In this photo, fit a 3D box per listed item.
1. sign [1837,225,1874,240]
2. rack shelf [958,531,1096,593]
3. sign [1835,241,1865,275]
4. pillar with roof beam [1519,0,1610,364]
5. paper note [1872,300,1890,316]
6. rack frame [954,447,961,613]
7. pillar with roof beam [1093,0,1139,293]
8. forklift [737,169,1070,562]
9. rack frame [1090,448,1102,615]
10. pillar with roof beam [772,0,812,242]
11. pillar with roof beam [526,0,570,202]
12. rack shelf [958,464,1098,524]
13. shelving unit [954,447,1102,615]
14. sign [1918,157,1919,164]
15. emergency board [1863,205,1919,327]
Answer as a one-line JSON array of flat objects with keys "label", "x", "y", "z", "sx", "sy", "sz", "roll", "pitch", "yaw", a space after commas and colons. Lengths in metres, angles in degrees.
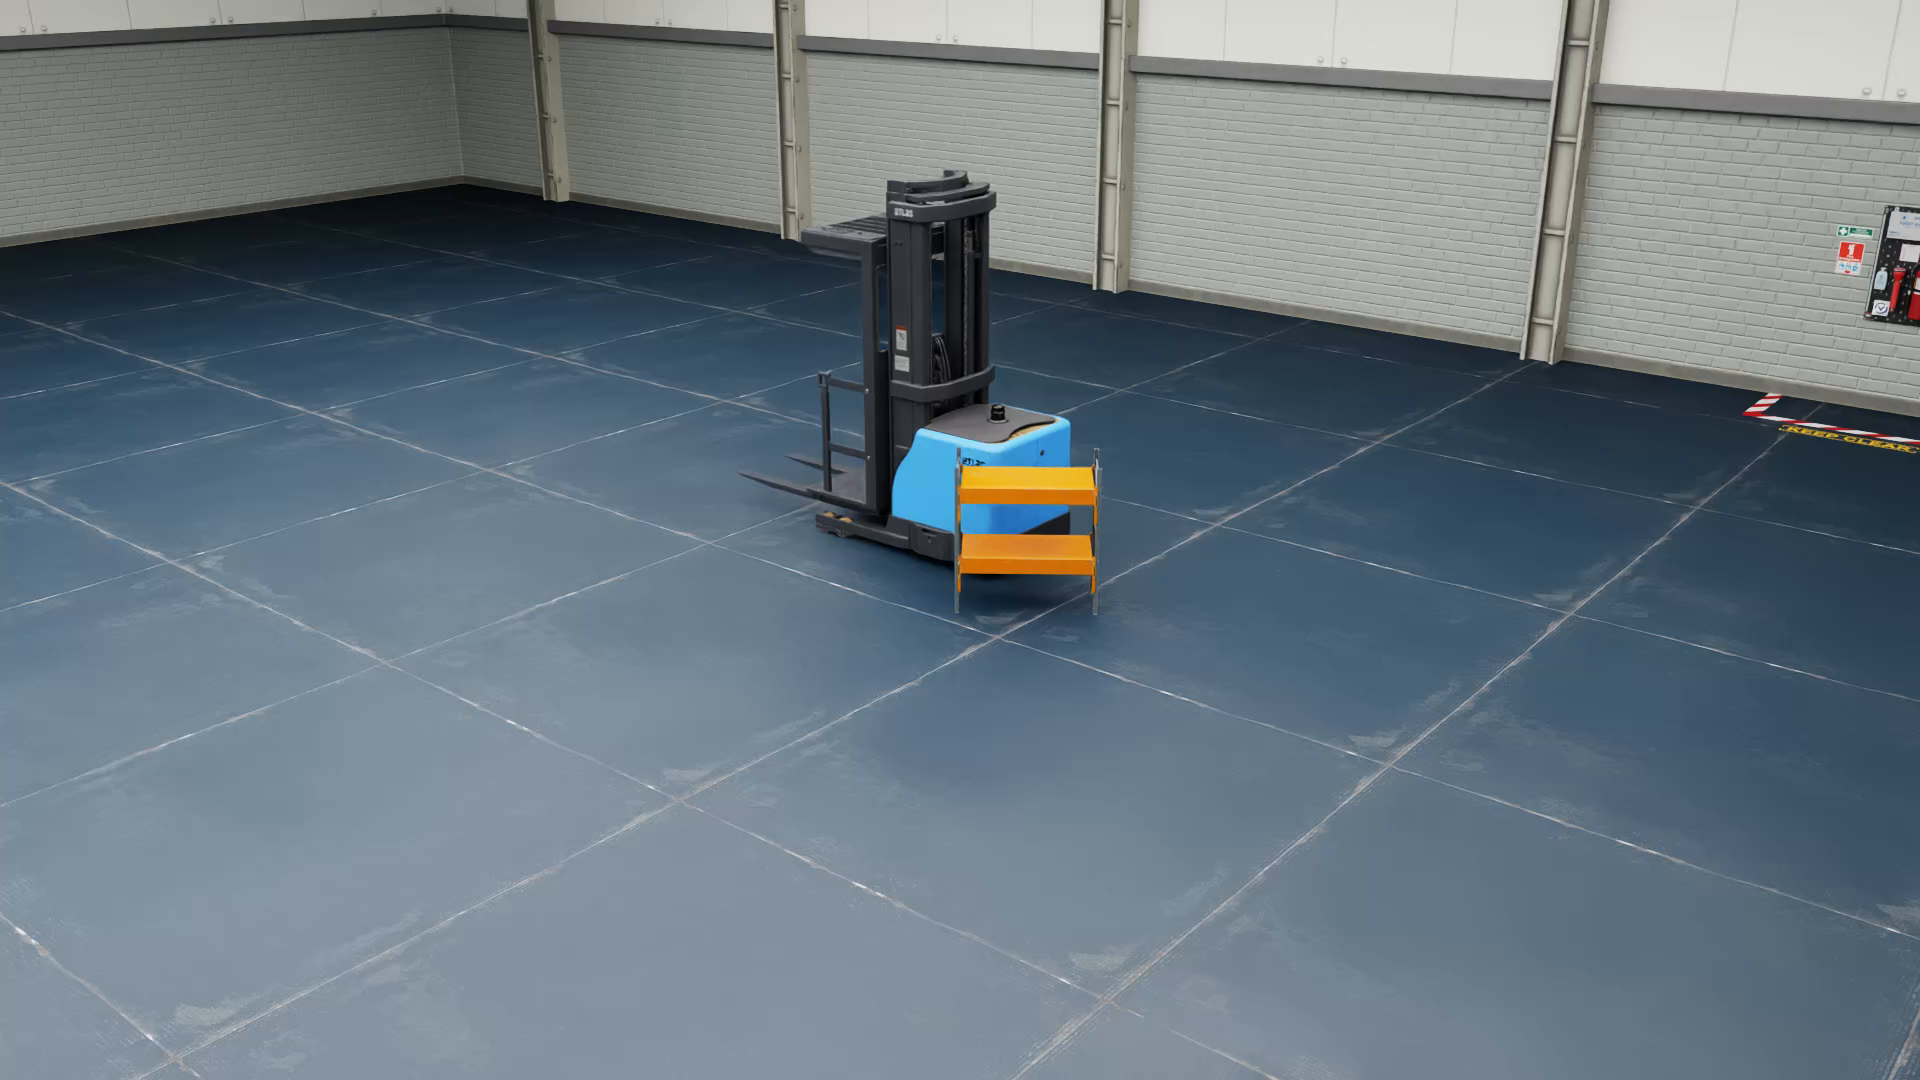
[{"label": "sign", "x": 9.105, "y": -3.129, "z": 16.913, "sx": 0.331, "sy": 0.109, "sz": 0.001, "roll": 16, "pitch": 26, "yaw": 36}, {"label": "rack shelf", "x": 0.492, "y": 0.160, "z": 12.342, "sx": 1.000, "sy": 0.278, "sz": 0.538, "roll": 1, "pitch": 21, "yaw": 2}, {"label": "sign", "x": 9.107, "y": -2.884, "z": 17.015, "sx": 0.234, "sy": 0.329, "sz": 0.001, "roll": 16, "pitch": 26, "yaw": 36}, {"label": "pillar with roof beam", "x": 3.990, "y": -5.123, "z": 14.501, "sx": 0.400, "sy": 9.000, "sz": 9.100, "roll": 16, "pitch": 26, "yaw": 36}, {"label": "paper note", "x": 9.377, "y": -2.362, "z": 16.930, "sx": 0.142, "sy": 0.148, "sz": 0.016, "roll": 16, "pitch": 26, "yaw": 36}, {"label": "rack frame", "x": -0.016, "y": -0.074, "z": 12.271, "sx": 0.032, "sy": 1.125, "sz": 0.500, "roll": 1, "pitch": 21, "yaw": 2}, {"label": "pillar with roof beam", "x": -0.658, "y": -6.462, "z": 18.050, "sx": 0.400, "sy": 9.000, "sz": 9.100, "roll": 16, "pitch": 26, "yaw": 36}, {"label": "forklift", "x": -0.575, "y": -1.520, "z": 13.544, "sx": 3.031, "sy": 2.935, "sz": 1.130, "roll": 16, "pitch": 26, "yaw": 36}, {"label": "rack frame", "x": 1.000, "y": -0.062, "z": 12.239, "sx": 0.032, "sy": 1.125, "sz": 0.500, "roll": 1, "pitch": 21, "yaw": 2}, {"label": "pillar with roof beam", "x": -5.306, "y": -7.801, "z": 21.600, "sx": 0.400, "sy": 9.000, "sz": 9.100, "roll": 16, "pitch": 26, "yaw": 36}, {"label": "pillar with roof beam", "x": -9.955, "y": -9.139, "z": 25.150, "sx": 0.400, "sy": 9.000, "sz": 9.100, "roll": 16, "pitch": 26, "yaw": 36}, {"label": "rack shelf", "x": 0.492, "y": -0.342, "z": 12.152, "sx": 1.000, "sy": 0.278, "sz": 0.538, "roll": 1, "pitch": 21, "yaw": 2}, {"label": "shelving unit", "x": 0.492, "y": -0.068, "z": 12.255, "sx": 1.048, "sy": 1.125, "sz": 0.538, "roll": 1, "pitch": 21, "yaw": 2}, {"label": "sign", "x": 9.527, "y": -3.830, "z": 16.288, "sx": 0.199, "sy": 0.298, "sz": 0.001, "roll": 16, "pitch": 26, "yaw": 36}, {"label": "emergency board", "x": 9.470, "y": -2.716, "z": 16.620, "sx": 0.643, "sy": 1.169, "sz": 0.194, "roll": 16, "pitch": 26, "yaw": 36}]
